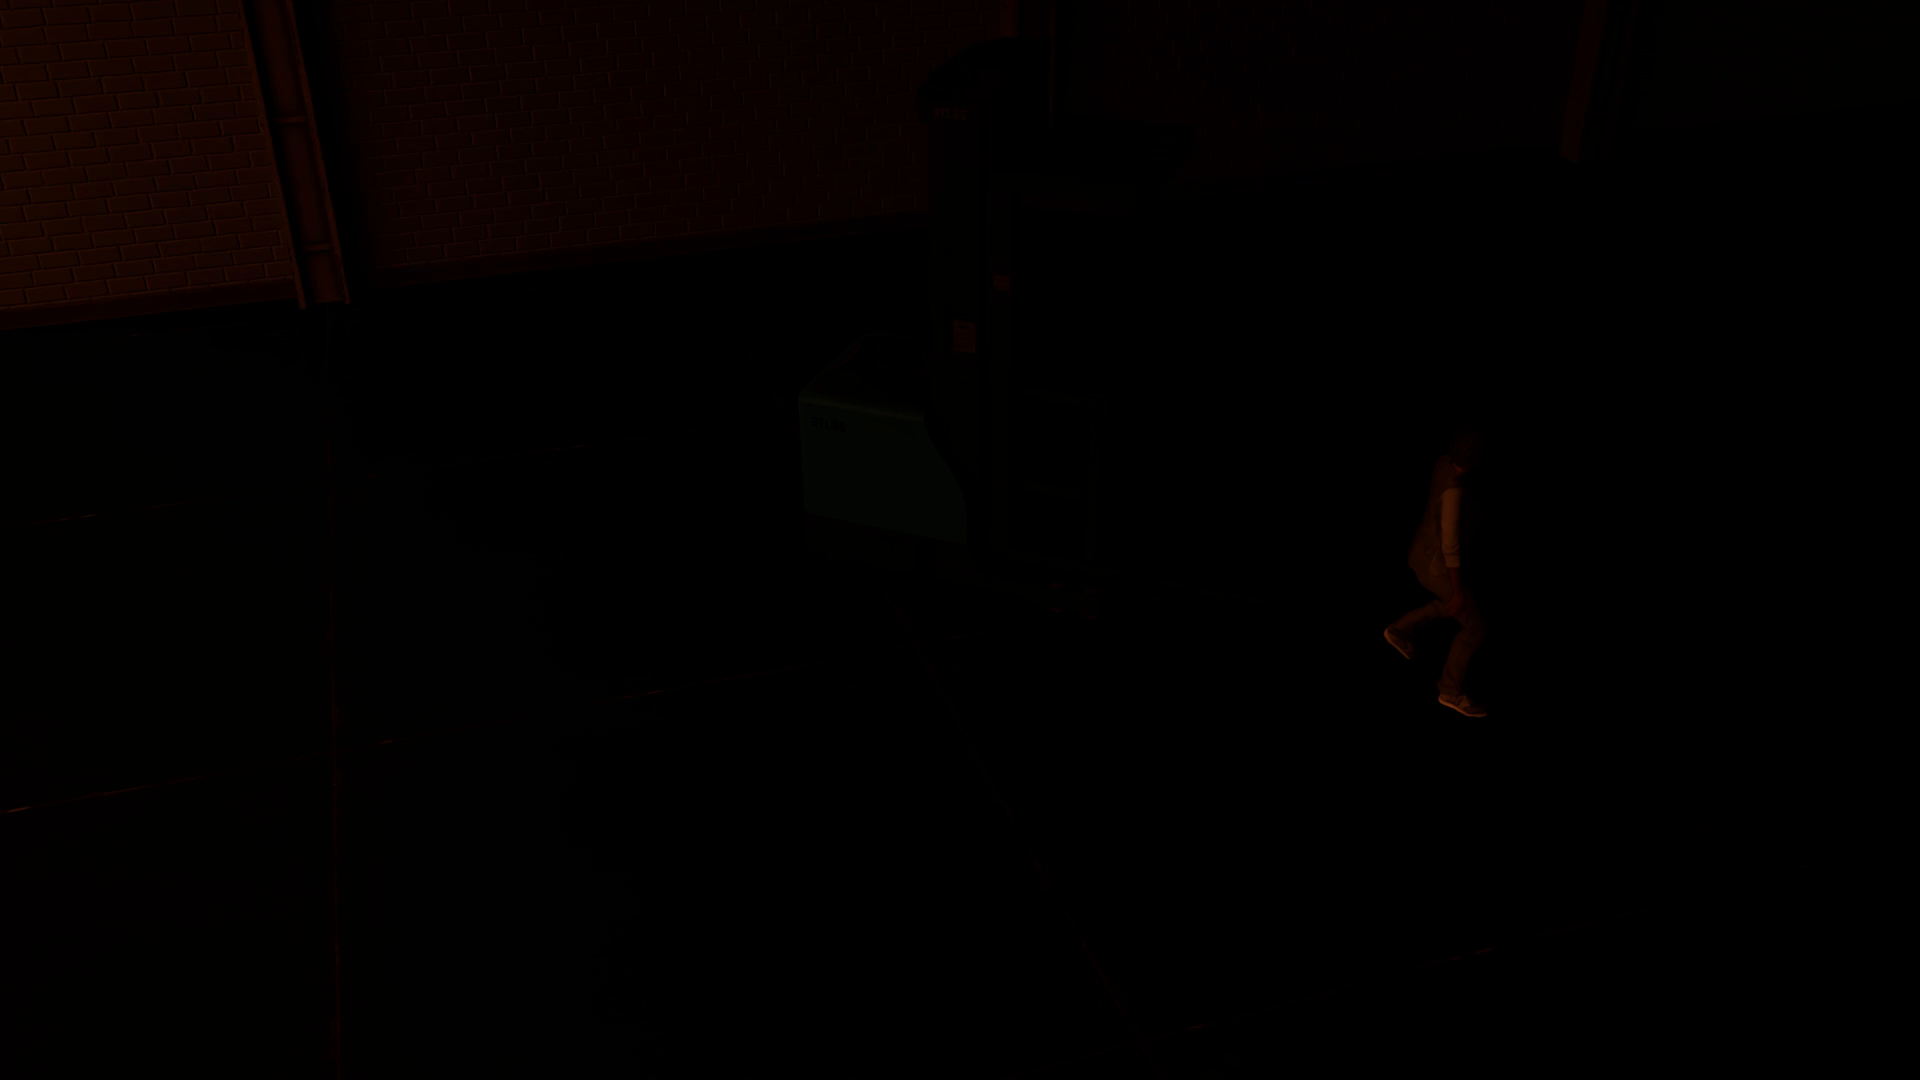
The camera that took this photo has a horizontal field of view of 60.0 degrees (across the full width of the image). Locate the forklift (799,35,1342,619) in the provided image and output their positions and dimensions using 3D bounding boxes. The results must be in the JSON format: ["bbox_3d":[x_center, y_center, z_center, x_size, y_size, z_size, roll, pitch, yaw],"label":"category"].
[{"bbox_3d":[0.646,-1.129,9.050,3.031,2.935,1.130,11,32,18],"label":"forklift"}]

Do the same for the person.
[{"bbox_3d":[2.477,0.111,8.352,0.588,1.533,0.727,10,31,17],"label":"person"}]
